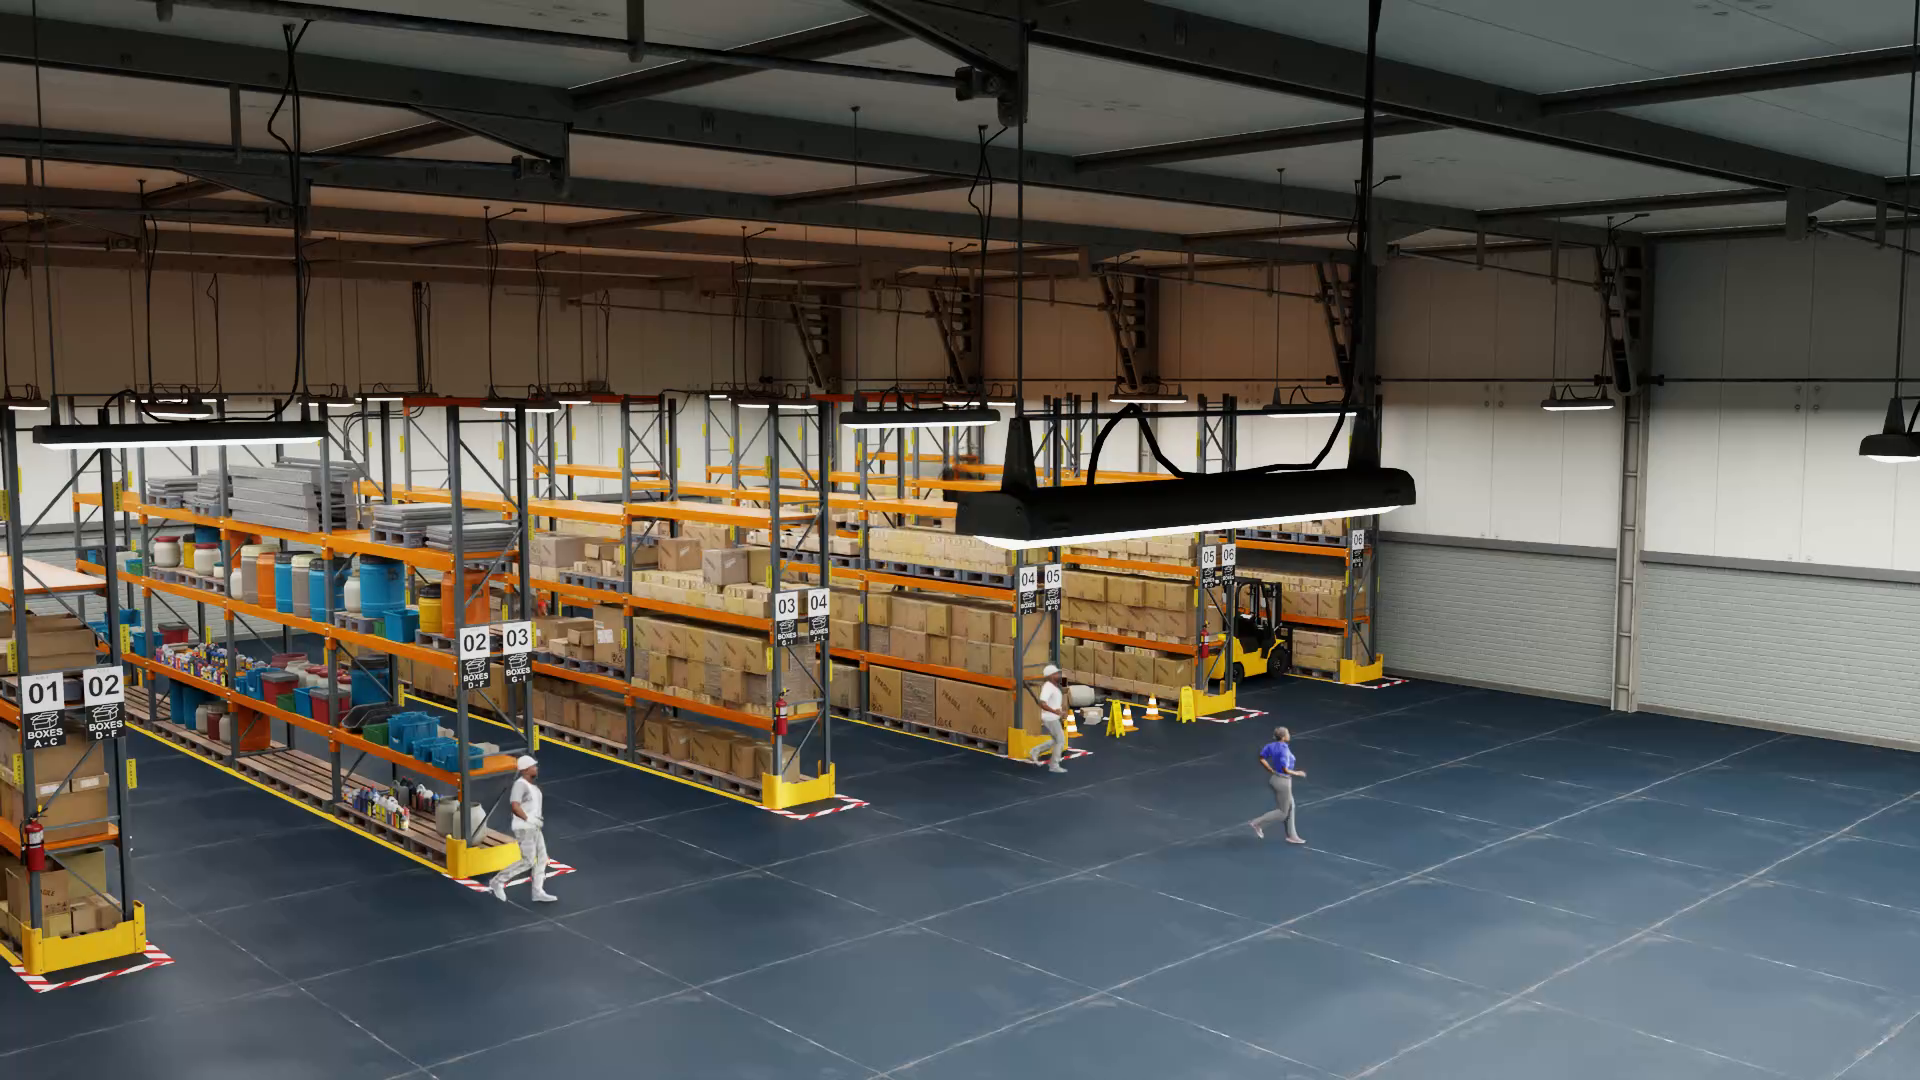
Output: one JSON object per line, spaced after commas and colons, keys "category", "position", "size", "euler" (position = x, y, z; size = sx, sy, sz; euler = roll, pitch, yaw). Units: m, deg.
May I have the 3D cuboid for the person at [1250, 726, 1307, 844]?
{"category": "person", "position": [4.318, 3.344, 22.578], "size": [0.859, 1.659, 0.579], "euler": [-1, 6, -14]}

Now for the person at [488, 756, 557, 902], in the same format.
{"category": "person", "position": [-5.311, 3.501, 20.276], "size": [0.795, 1.746, 0.742], "euler": [-1, 6, -6]}

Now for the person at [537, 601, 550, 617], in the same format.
{"category": "person", "position": [-8.501, 2.146, 34.076], "size": [0.655, 1.776, 0.637], "euler": [5, 7, 41]}

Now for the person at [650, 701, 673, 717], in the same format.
{"category": "person", "position": [-5.585, 2.494, 31.205], "size": [0.711, 1.710, 0.556], "euler": [5, 8, 44]}

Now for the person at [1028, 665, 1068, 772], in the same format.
{"category": "person", "position": [1.434, 2.893, 26.960], "size": [0.655, 1.741, 0.718], "euler": [1, 6, 7]}
